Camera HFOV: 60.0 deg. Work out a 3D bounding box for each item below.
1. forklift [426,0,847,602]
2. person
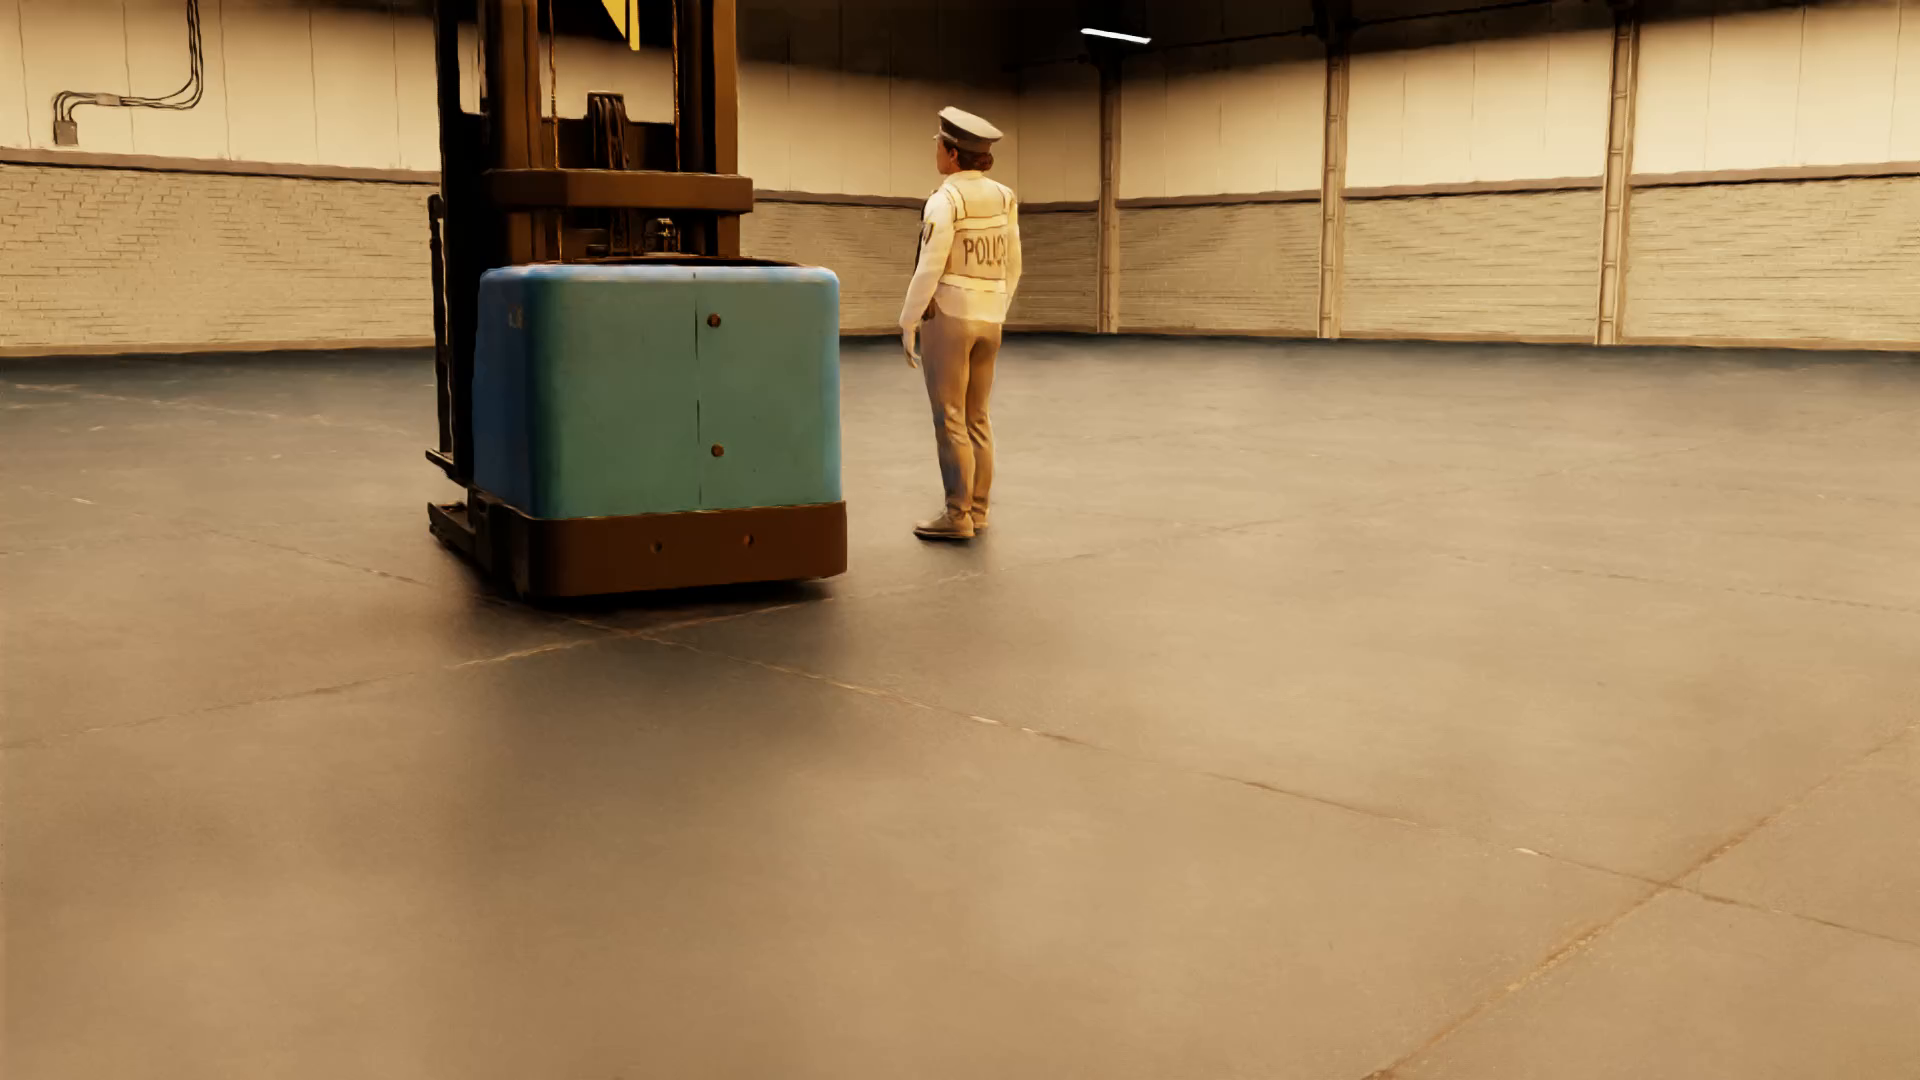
[{"bbox_3d":[-1.477,-1.435,6.405,1.130,2.935,3.031,-4,10,-26],"label":"forklift"},{"bbox_3d":[-0.044,-0.854,6.641,0.532,1.695,0.586,8,12,43],"label":"person"}]
